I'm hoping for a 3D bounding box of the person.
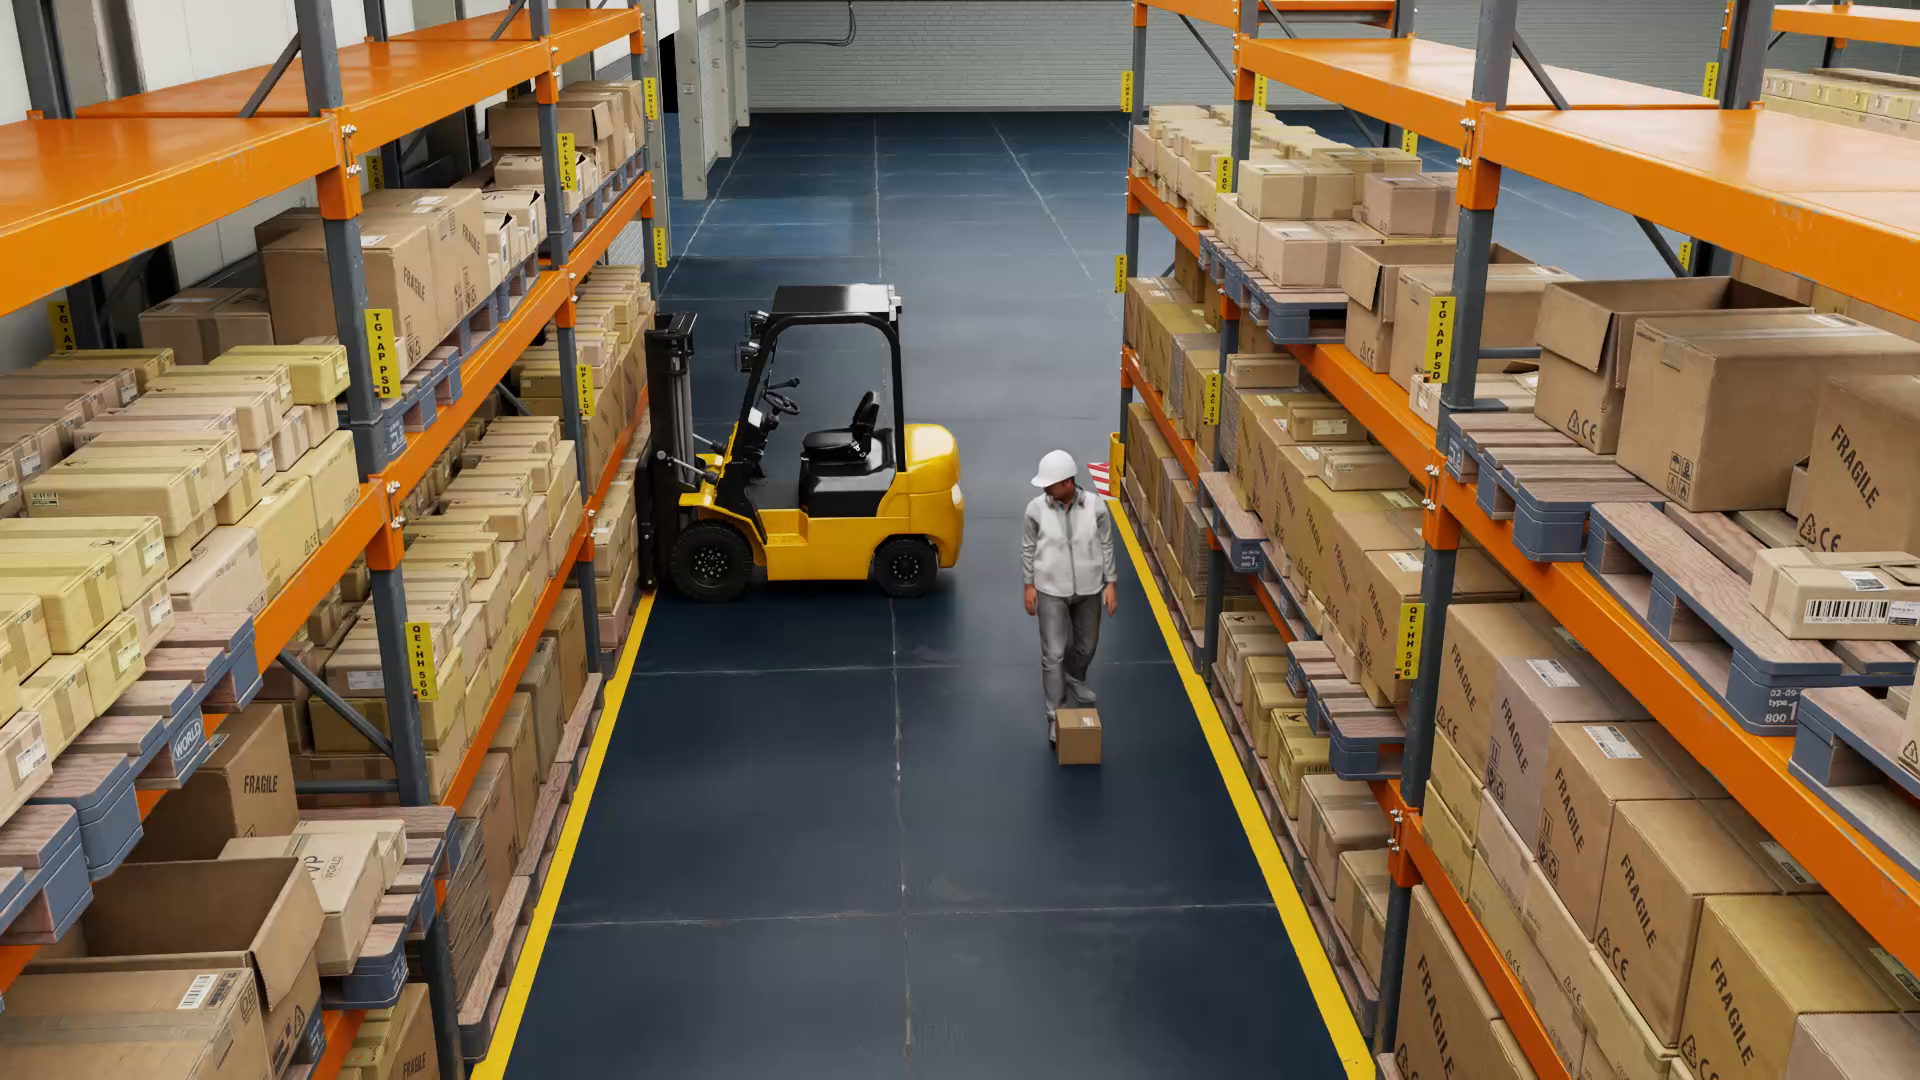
[{"bbox_3d":[0.671,0.306,10.188,0.569,1.764,0.753,-3,20,-8],"label":"person"}]
